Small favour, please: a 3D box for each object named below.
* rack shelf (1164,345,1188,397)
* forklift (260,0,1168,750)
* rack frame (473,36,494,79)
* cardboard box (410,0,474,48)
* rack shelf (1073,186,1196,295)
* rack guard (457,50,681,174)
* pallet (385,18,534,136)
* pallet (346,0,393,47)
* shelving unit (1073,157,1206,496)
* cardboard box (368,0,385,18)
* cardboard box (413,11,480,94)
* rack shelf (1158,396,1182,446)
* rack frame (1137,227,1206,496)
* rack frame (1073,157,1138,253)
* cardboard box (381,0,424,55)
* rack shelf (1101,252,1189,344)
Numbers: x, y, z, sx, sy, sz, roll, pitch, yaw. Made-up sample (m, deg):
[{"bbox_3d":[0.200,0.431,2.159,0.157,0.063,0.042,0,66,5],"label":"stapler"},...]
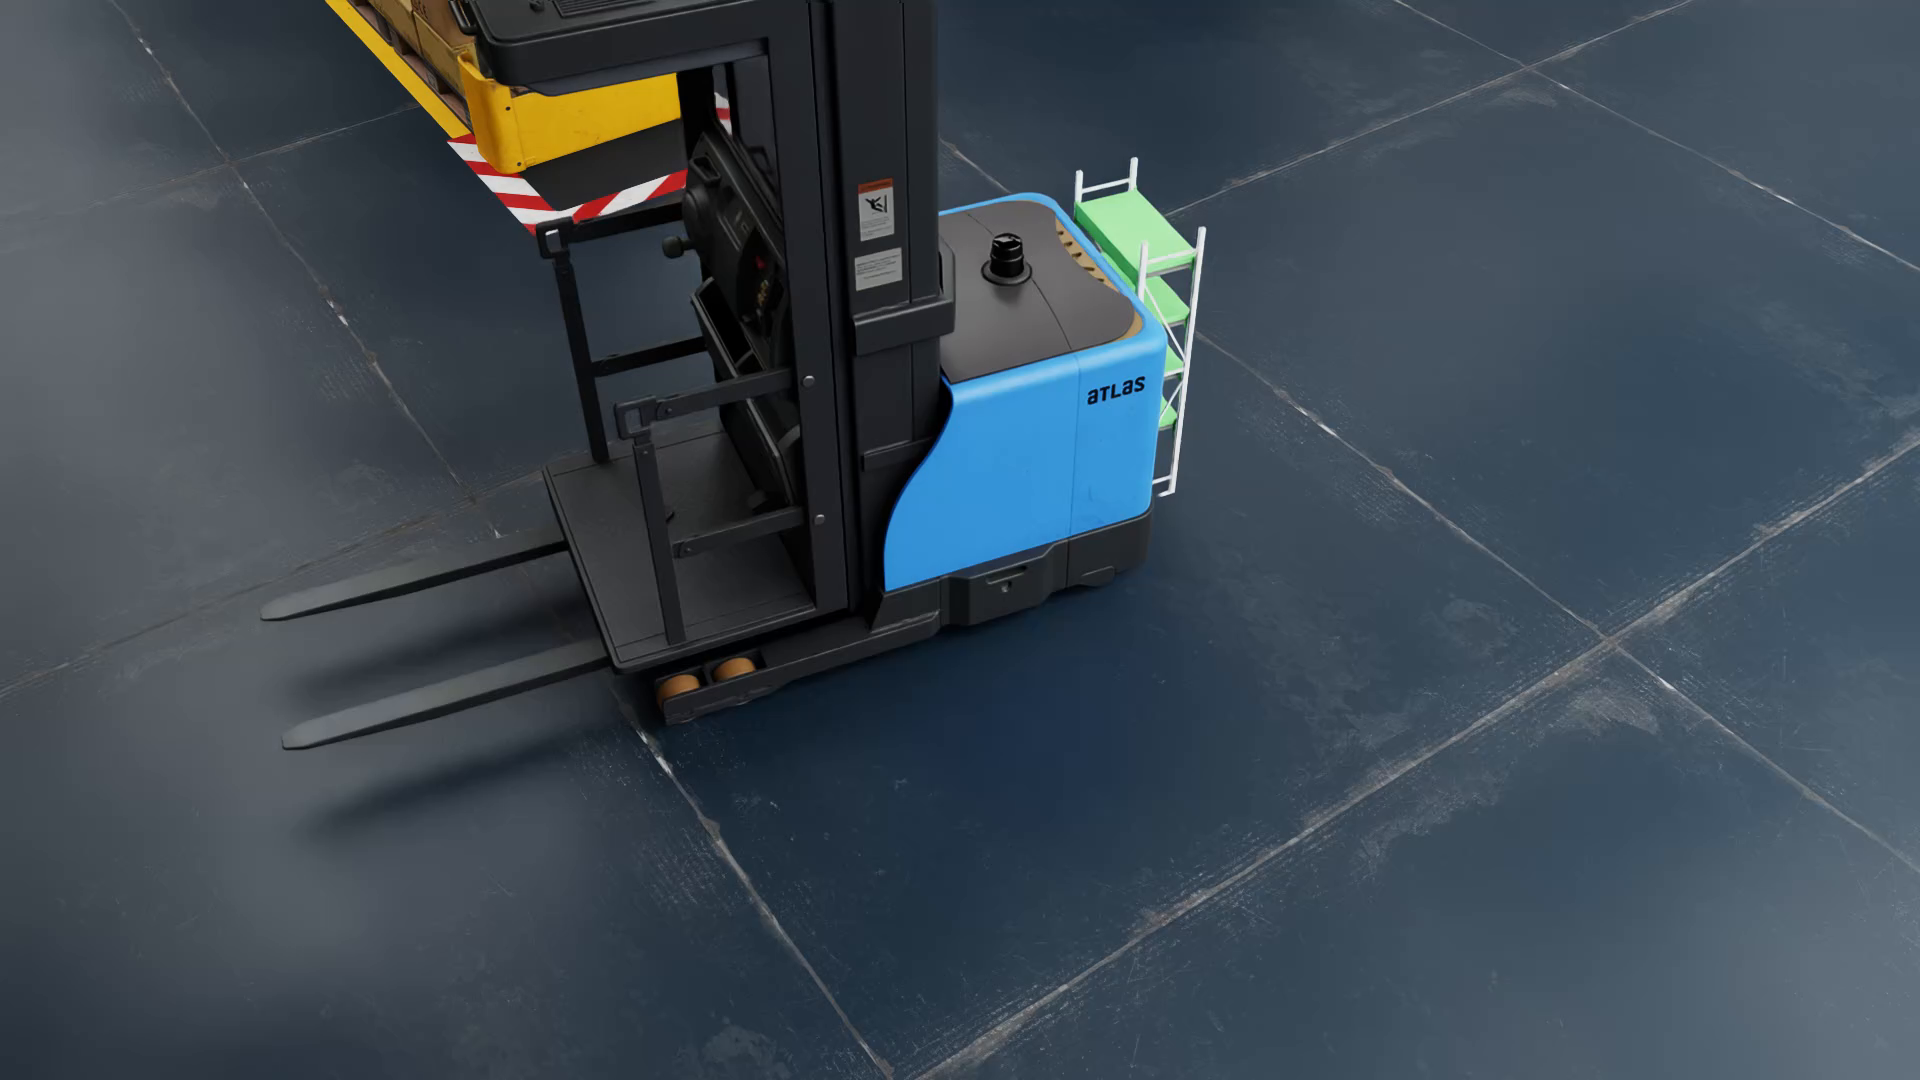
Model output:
[{"bbox_3d":[0.620,-0.697,6.203,0.258,0.148,0.480,-17,46,-17],"label":"rack shelf"},{"bbox_3d":[-0.870,-0.861,5.029,3.031,2.935,1.130,-16,46,-16],"label":"forklift"},{"bbox_3d":[-1.863,-3.194,7.424,1.000,3.000,0.127,-26,49,-24],"label":"rack frame"},{"bbox_3d":[-2.414,-2.809,8.164,0.500,0.500,0.500,-26,49,-24],"label":"cardboard box"},{"bbox_3d":[0.620,-1.044,5.872,0.258,0.148,0.480,-17,46,-17],"label":"rack shelf"},{"bbox_3d":[-1.850,-2.276,8.273,1.175,0.500,0.348,-26,49,-24],"label":"rack guard"},{"bbox_3d":[-2.335,-2.602,8.823,1.003,0.211,1.213,-26,49,-24],"label":"pallet"},{"bbox_3d":[-3.029,-3.293,9.546,1.003,0.211,1.213,-26,49,-24],"label":"pallet"},{"bbox_3d":[0.620,-0.743,6.159,0.258,1.200,0.503,-17,46,-17],"label":"shelving unit"},{"bbox_3d":[-2.996,-3.099,9.012,0.500,0.250,0.500,-26,49,-24],"label":"cardboard box"},{"bbox_3d":[-2.413,-2.539,8.424,0.500,0.250,0.500,-26,49,-24],"label":"cardboard box"},{"bbox_3d":[0.620,-0.523,6.369,0.258,0.148,0.480,-17,46,-17],"label":"rack shelf"},{"bbox_3d":[0.718,-0.589,5.998,0.240,1.200,0.015,-17,46,-17],"label":"rack frame"},{"bbox_3d":[0.523,-0.897,6.321,0.240,1.200,0.015,-17,46,-17],"label":"rack frame"},{"bbox_3d":[-2.708,-2.817,8.716,0.500,0.250,0.500,-26,49,-24],"label":"cardboard box"},{"bbox_3d":[0.620,-0.870,6.038,0.258,0.148,0.480,-17,46,-17],"label":"rack shelf"}]
